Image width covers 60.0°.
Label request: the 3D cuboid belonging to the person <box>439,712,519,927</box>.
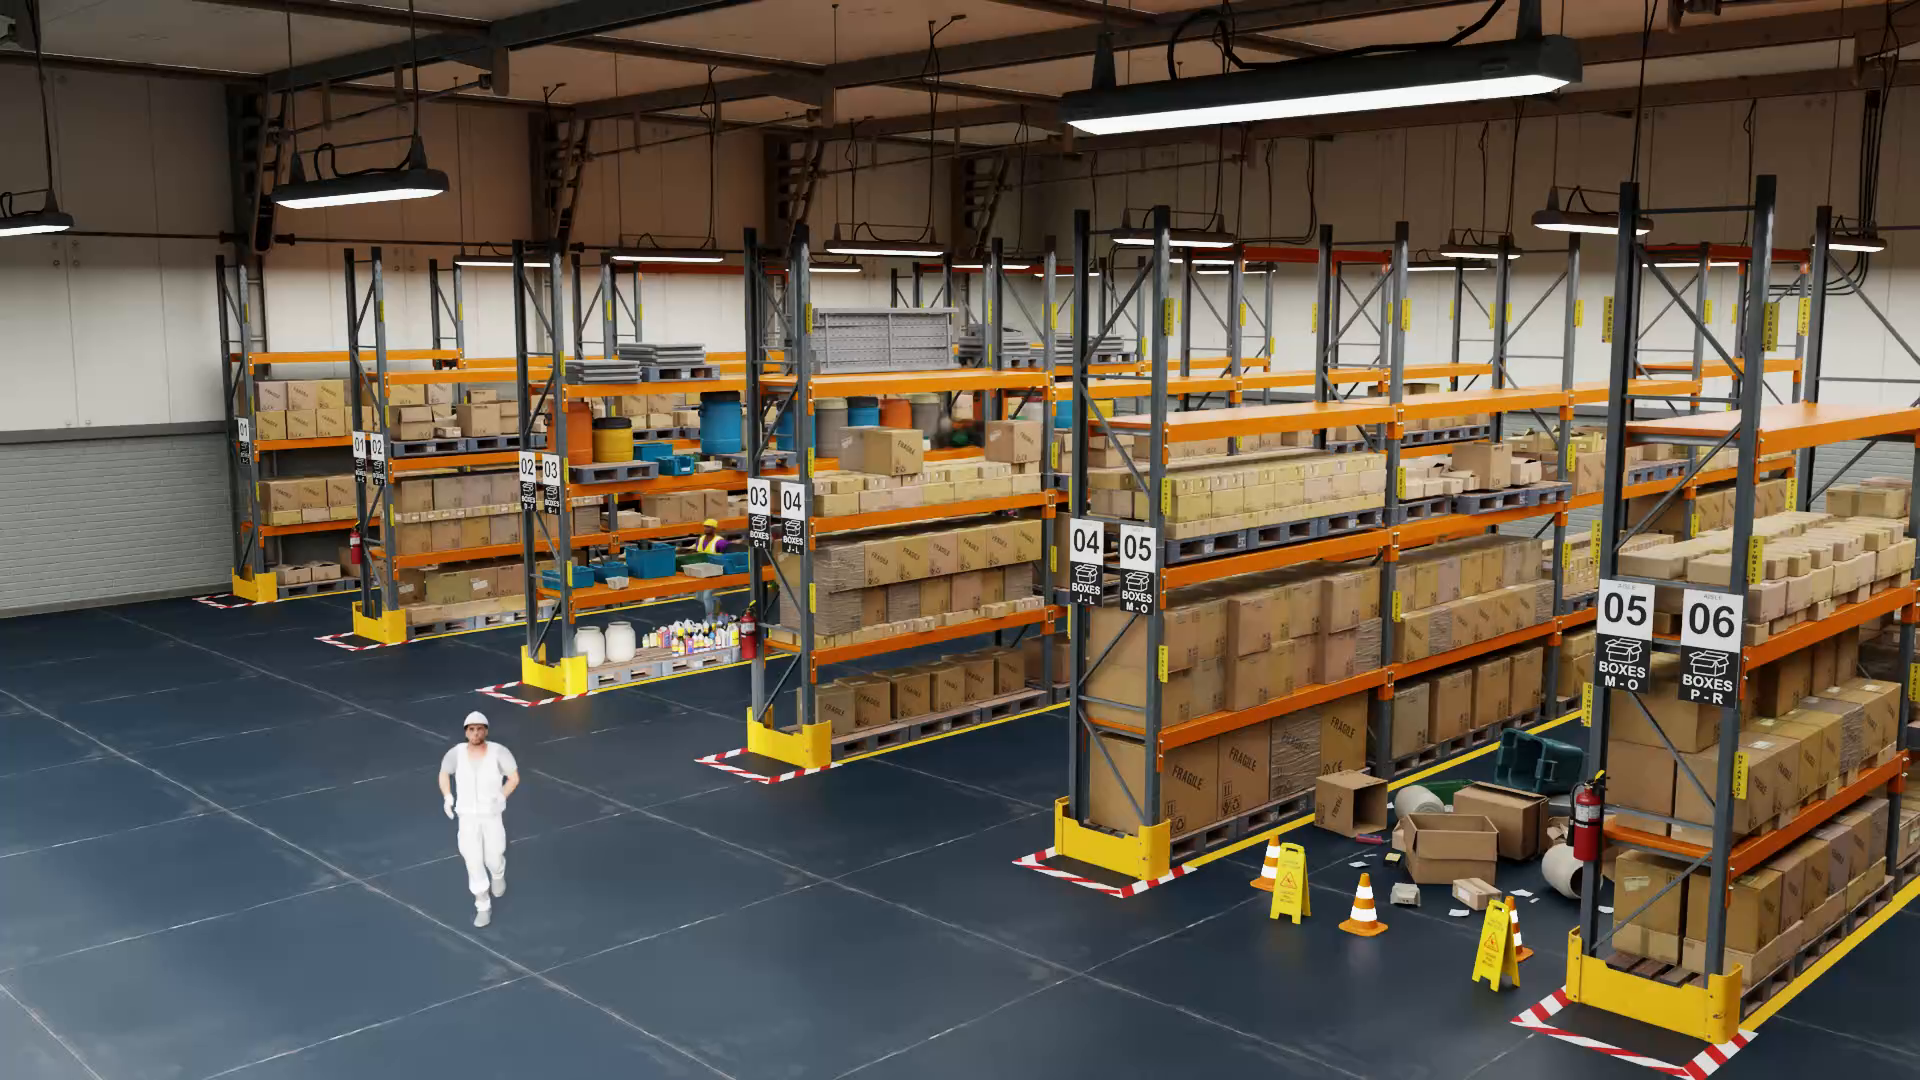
[{"bbox_3d":[-4.069,2.312,14.084,0.667,1.766,0.740,-1,8,-10],"label":"person"}]

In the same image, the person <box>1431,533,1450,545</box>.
[{"bbox_3d":[7.454,0.632,26.043,0.627,1.676,0.929,7,11,40],"label":"person"}]

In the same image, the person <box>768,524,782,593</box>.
[{"bbox_3d":[-3.042,0.008,28.220,0.668,1.771,0.780,6,10,35],"label":"person"}]

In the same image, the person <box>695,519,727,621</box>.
[{"bbox_3d":[-4.005,0.507,26.820,0.701,1.717,0.616,5,9,30],"label":"person"}]
